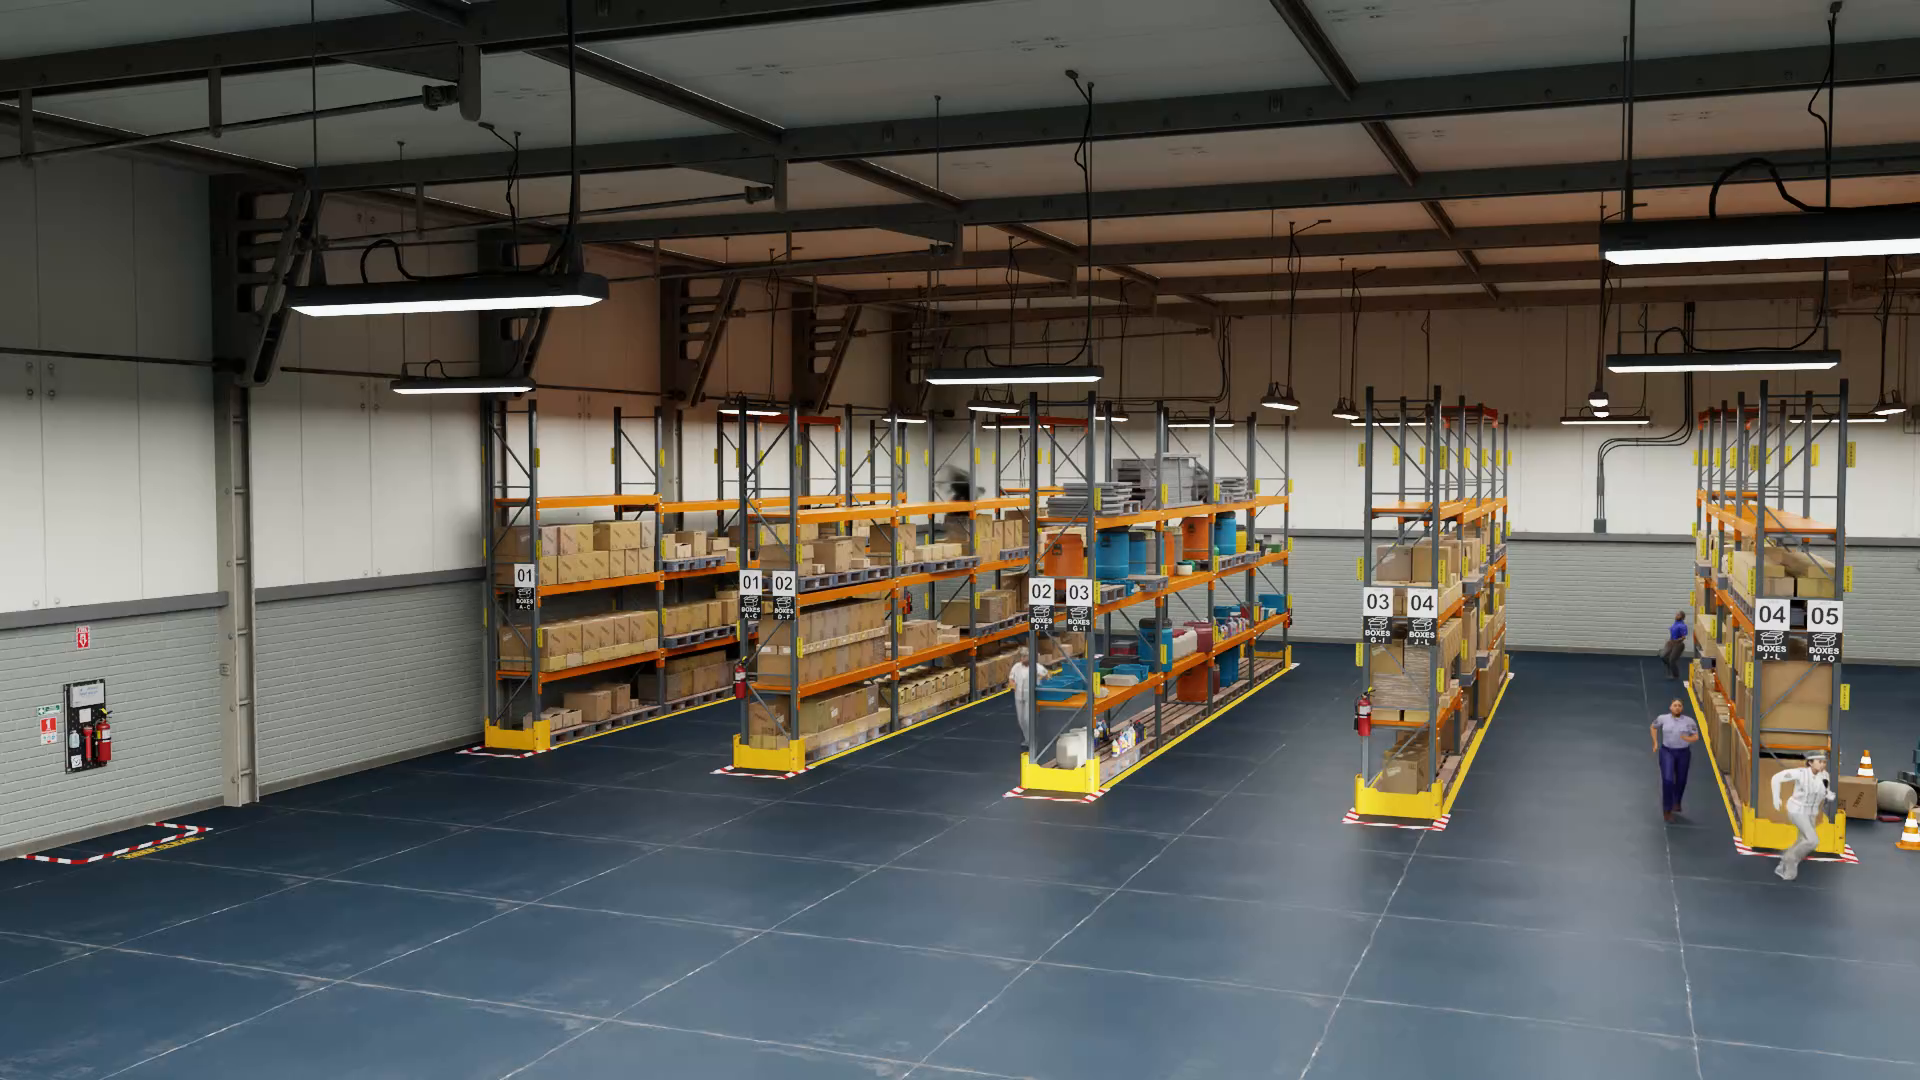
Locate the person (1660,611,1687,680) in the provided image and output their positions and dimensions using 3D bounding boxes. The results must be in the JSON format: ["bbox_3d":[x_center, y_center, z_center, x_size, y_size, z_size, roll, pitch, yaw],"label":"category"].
[{"bbox_3d":[16.008,2.371,37.273,0.557,1.572,0.596,-1,3,-14],"label":"person"}]

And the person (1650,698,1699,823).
[{"bbox_3d":[9.936,3.040,23.111,0.580,1.709,0.754,1,3,13],"label":"person"}]

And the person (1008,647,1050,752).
[{"bbox_3d":[1.144,2.741,28.423,0.677,1.842,0.741,1,3,24],"label":"person"}]

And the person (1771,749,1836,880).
[{"bbox_3d":[9.880,3.218,19.455,0.596,1.609,0.774,-1,3,-20],"label":"person"}]
